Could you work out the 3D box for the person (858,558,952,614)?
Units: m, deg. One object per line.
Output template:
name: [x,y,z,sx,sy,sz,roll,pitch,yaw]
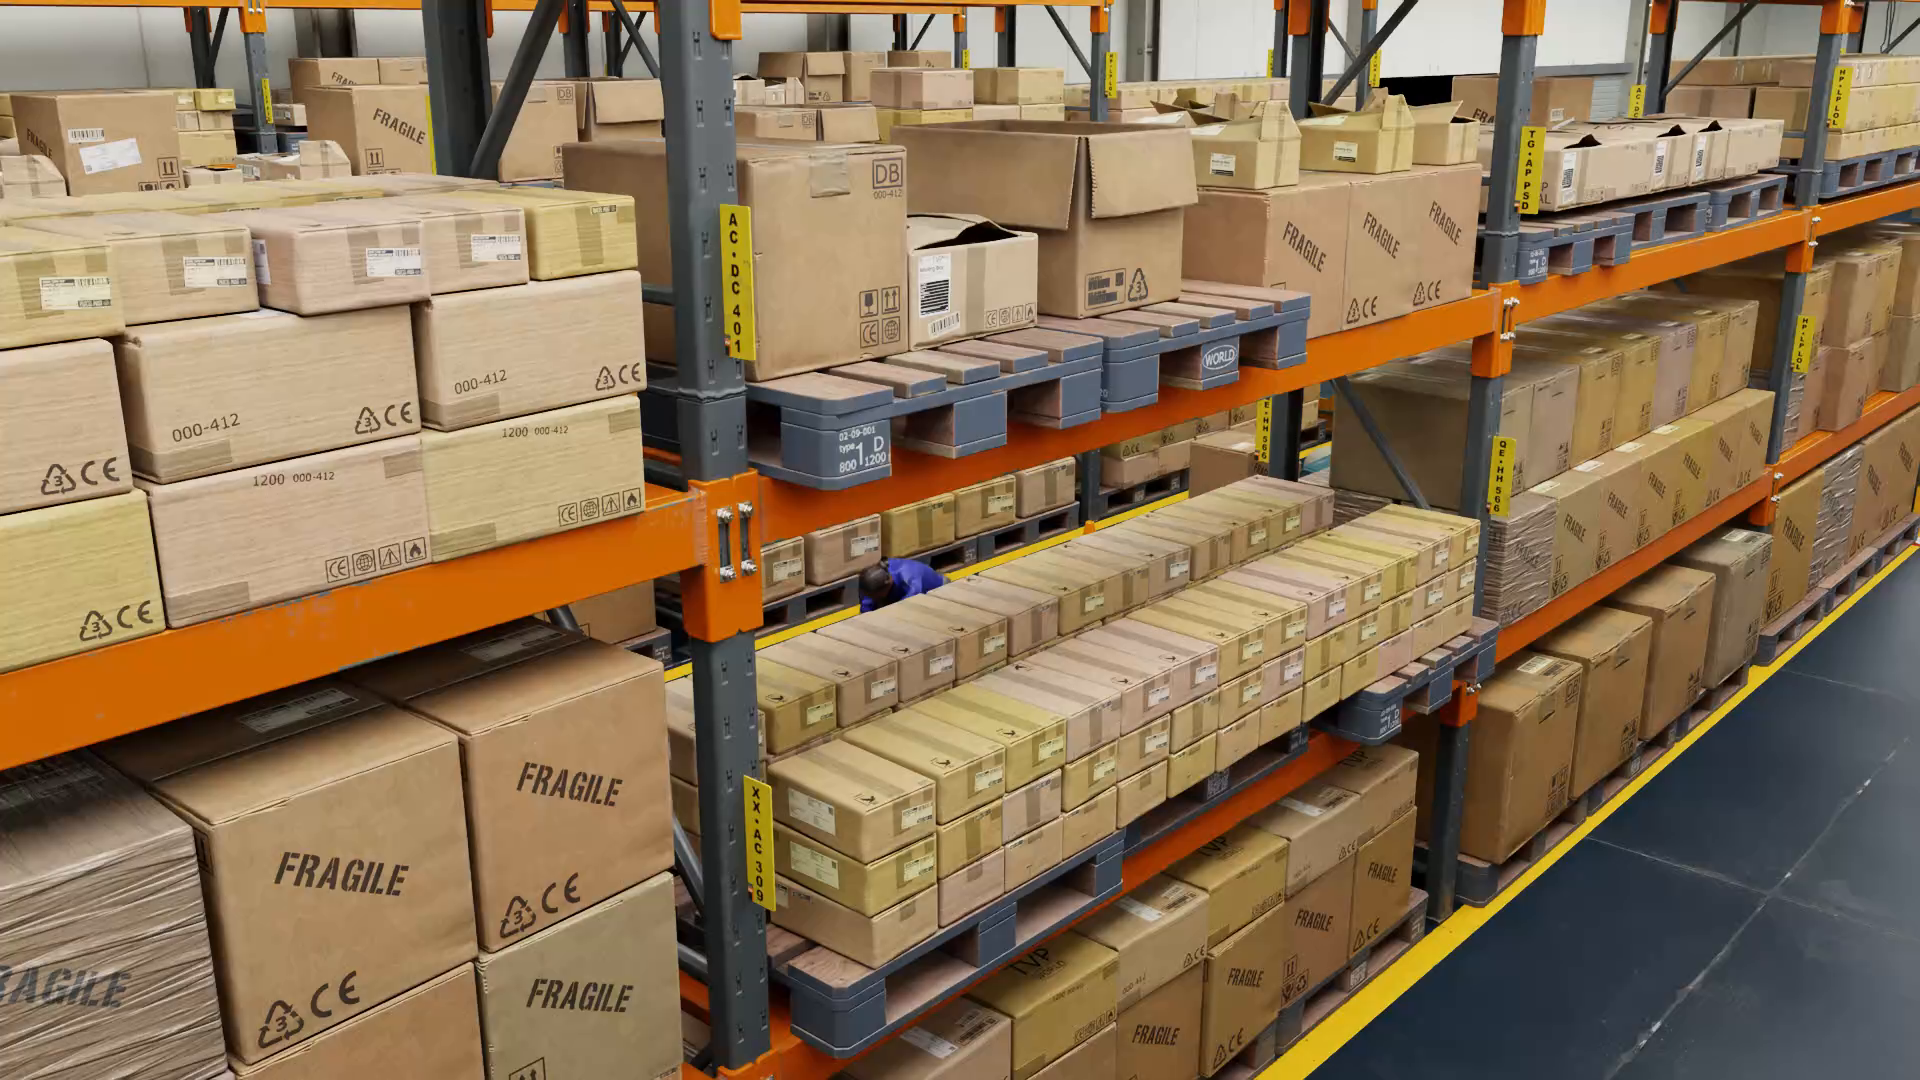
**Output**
person: [-0.346,0.452,10.264,0.472,0.807,0.844,14,22,39]
